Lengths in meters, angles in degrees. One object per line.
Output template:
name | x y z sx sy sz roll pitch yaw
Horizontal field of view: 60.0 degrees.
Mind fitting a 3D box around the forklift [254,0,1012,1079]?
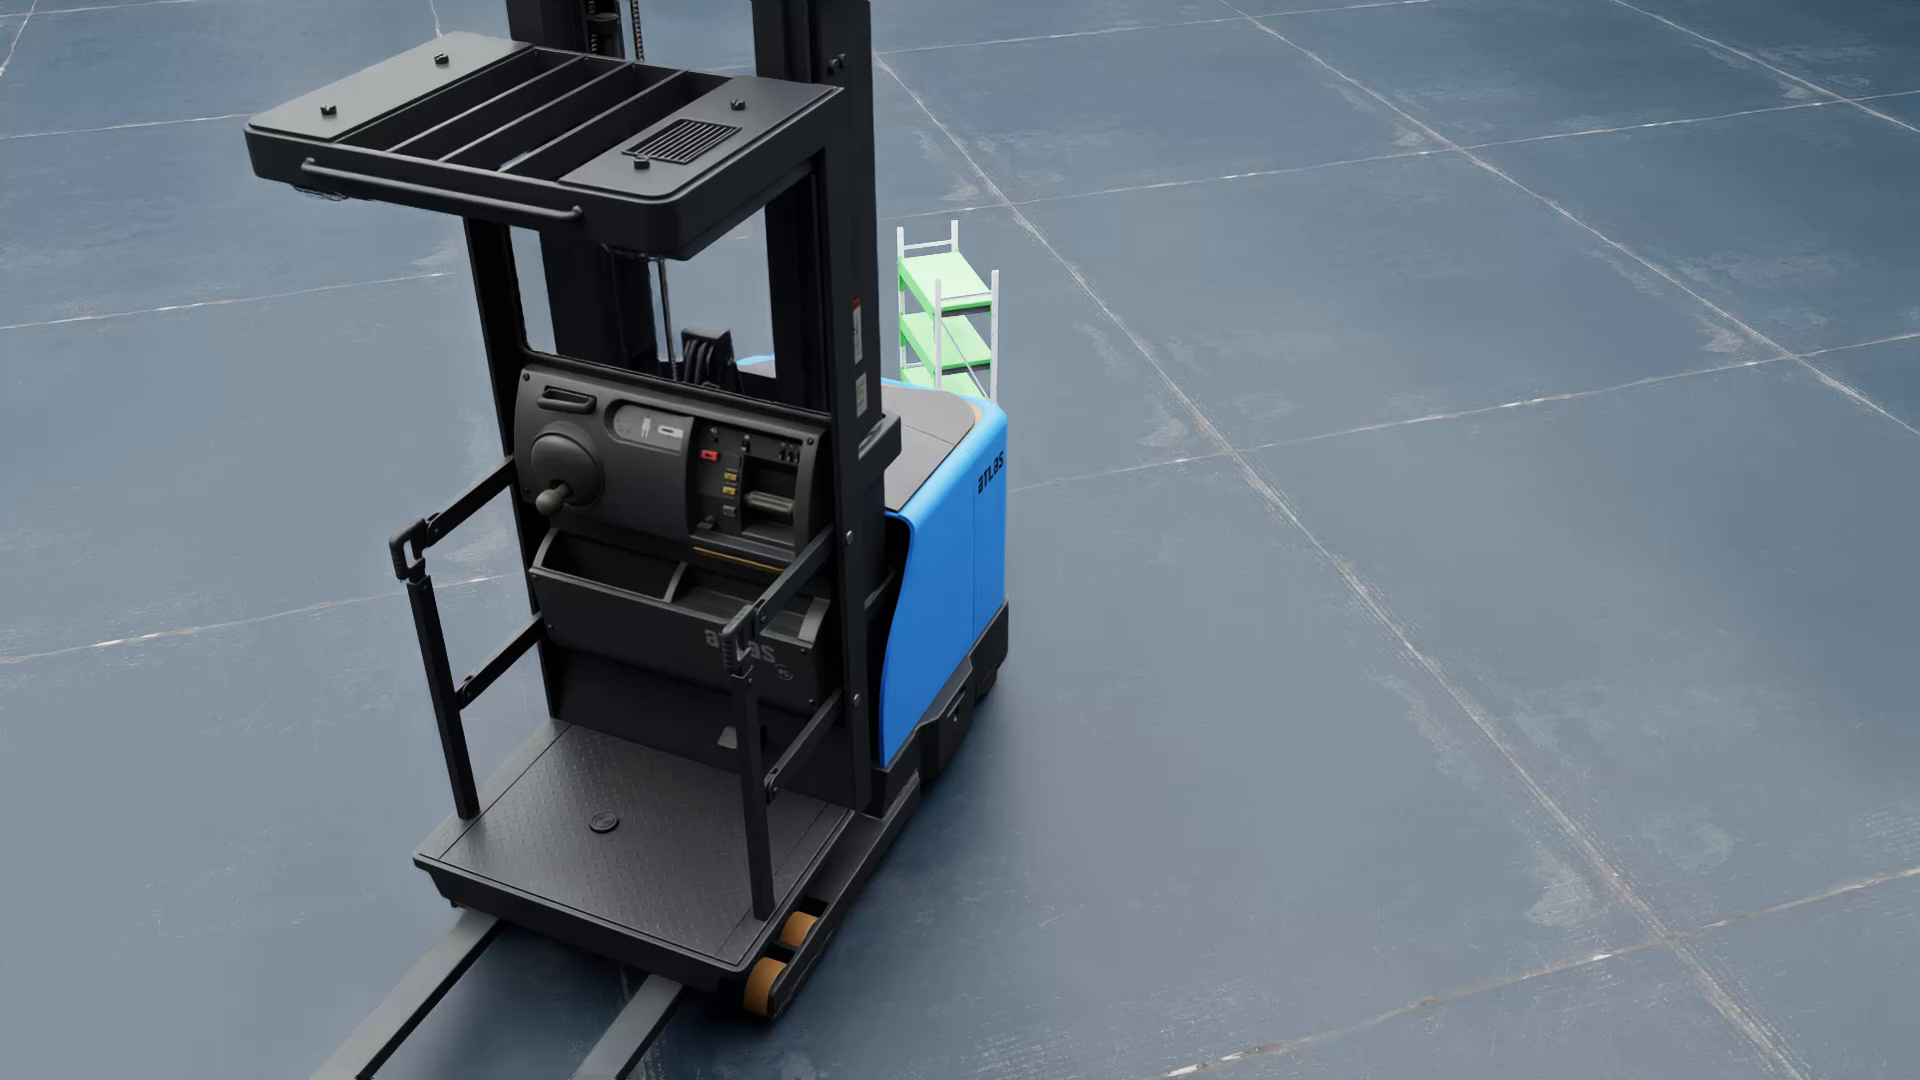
forklift | -0.869 -0.160 4.334 1.130 2.935 3.031 14 36 20

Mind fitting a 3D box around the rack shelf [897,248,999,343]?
rack shelf | -0.050 -0.935 6.321 0.258 0.148 0.480 -10 35 -15

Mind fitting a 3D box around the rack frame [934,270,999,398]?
rack frame | 0.024 -0.459 6.357 0.240 1.200 0.015 -10 35 -15

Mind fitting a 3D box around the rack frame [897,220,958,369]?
rack frame | -0.125 -0.716 6.745 0.240 1.200 0.015 -10 35 -15

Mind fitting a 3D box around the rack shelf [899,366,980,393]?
rack shelf | -0.050 -0.534 6.586 0.258 0.148 0.480 -10 35 -15

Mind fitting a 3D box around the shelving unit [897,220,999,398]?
shelving unit | -0.050 -0.587 6.551 0.258 1.200 0.503 -10 35 -15

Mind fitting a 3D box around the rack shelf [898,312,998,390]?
rack shelf | -0.050 -0.734 6.454 0.258 0.148 0.480 -10 35 -15
